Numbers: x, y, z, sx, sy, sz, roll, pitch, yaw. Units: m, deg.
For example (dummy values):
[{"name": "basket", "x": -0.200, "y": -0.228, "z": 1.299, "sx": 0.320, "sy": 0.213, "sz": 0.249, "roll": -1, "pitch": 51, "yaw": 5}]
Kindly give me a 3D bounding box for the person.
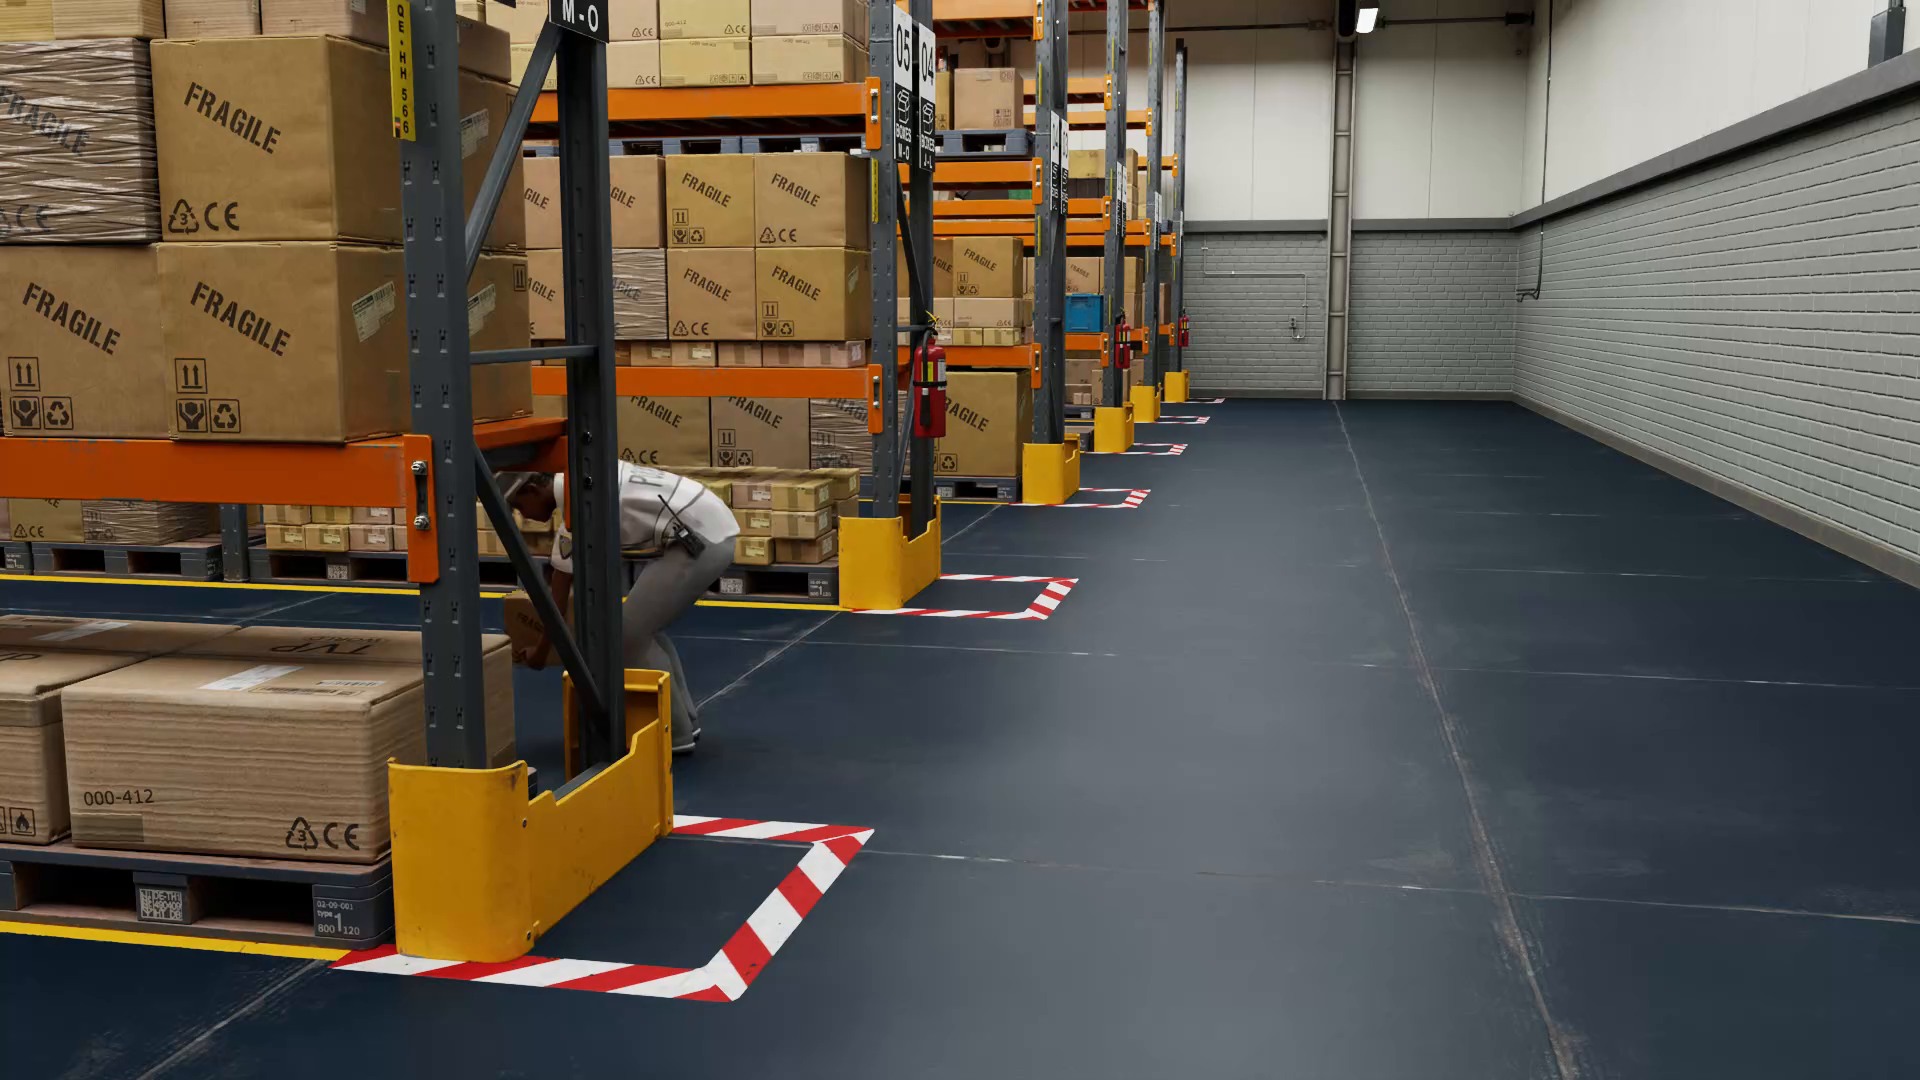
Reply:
[{"name": "person", "x": -1.272, "y": 0.217, "z": 6.153, "sx": 0.926, "sy": 1.145, "sz": 0.430, "roll": -1, "pitch": 8, "yaw": -6}]
